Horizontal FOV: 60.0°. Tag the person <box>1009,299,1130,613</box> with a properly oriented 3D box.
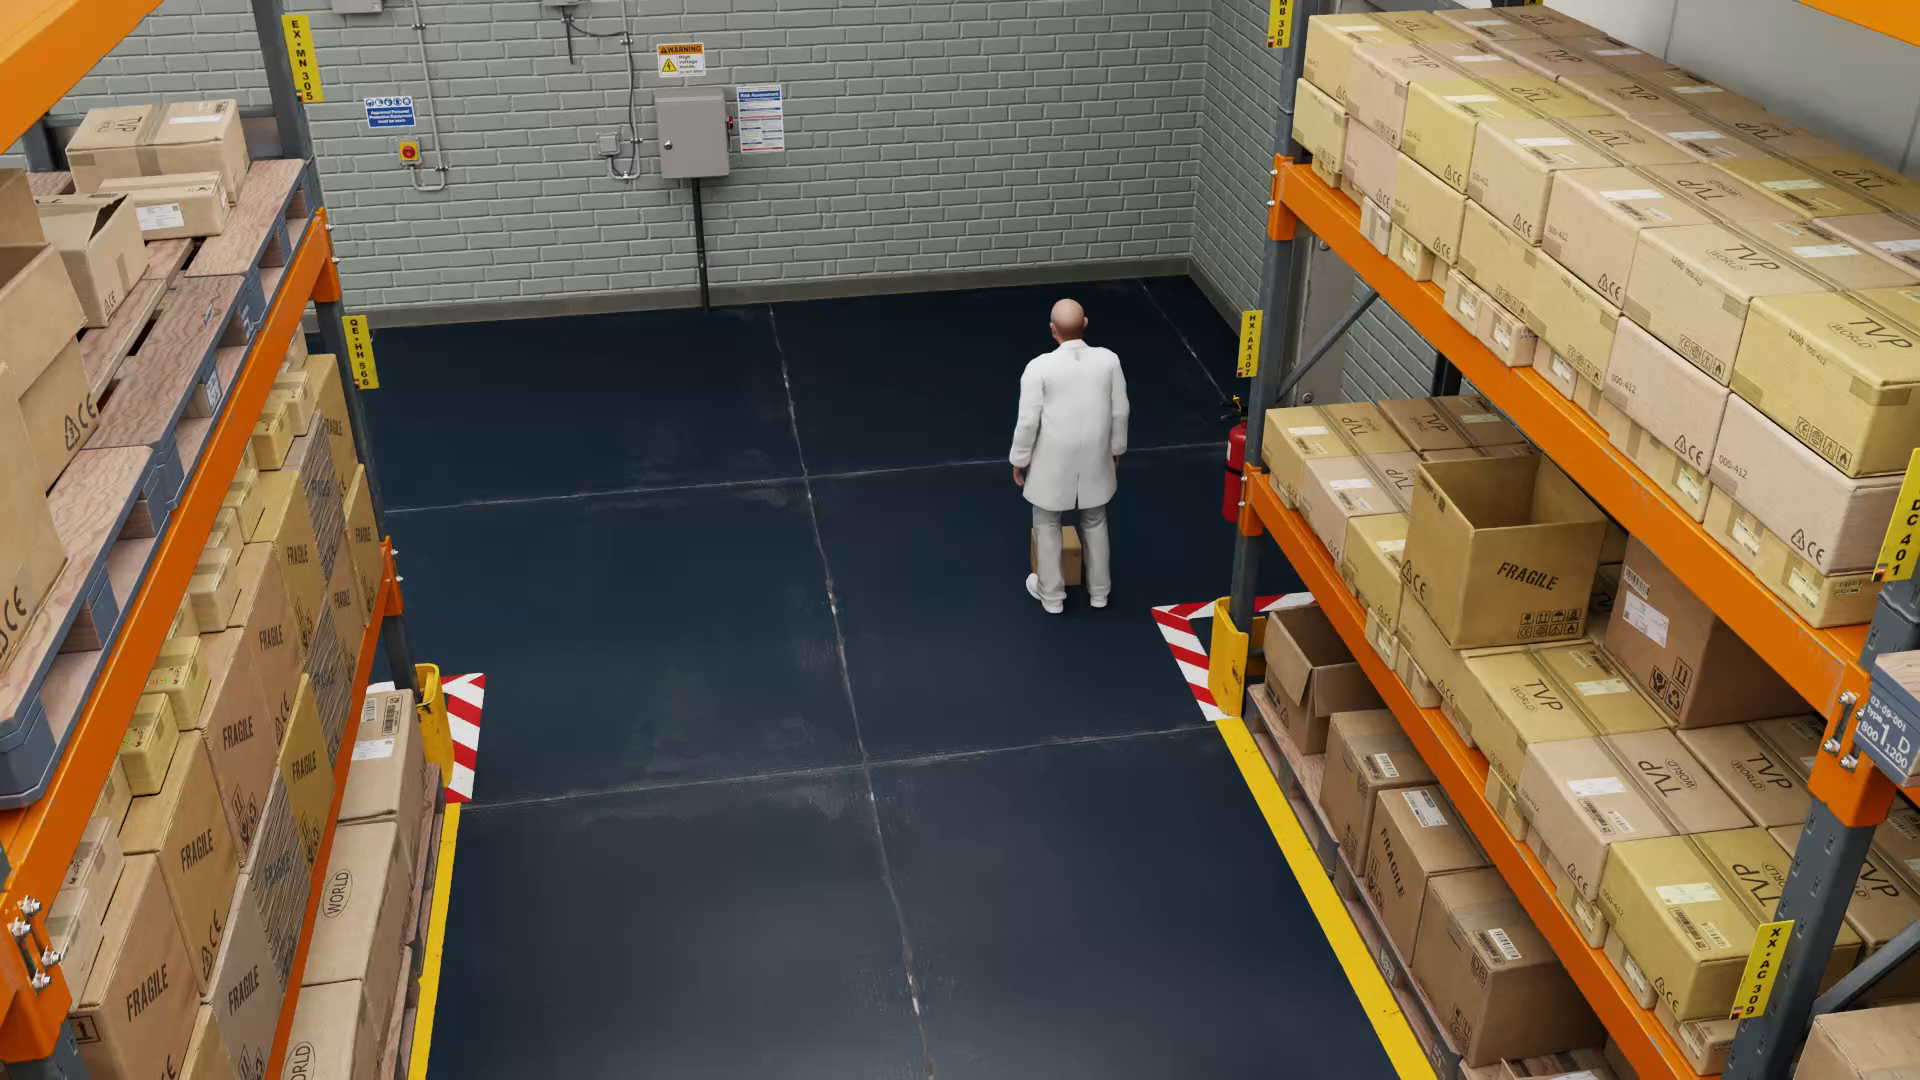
[{"bbox_3d":[0.582,-0.439,8.909,0.654,1.774,0.421,-7,31,-11],"label":"person"}]
